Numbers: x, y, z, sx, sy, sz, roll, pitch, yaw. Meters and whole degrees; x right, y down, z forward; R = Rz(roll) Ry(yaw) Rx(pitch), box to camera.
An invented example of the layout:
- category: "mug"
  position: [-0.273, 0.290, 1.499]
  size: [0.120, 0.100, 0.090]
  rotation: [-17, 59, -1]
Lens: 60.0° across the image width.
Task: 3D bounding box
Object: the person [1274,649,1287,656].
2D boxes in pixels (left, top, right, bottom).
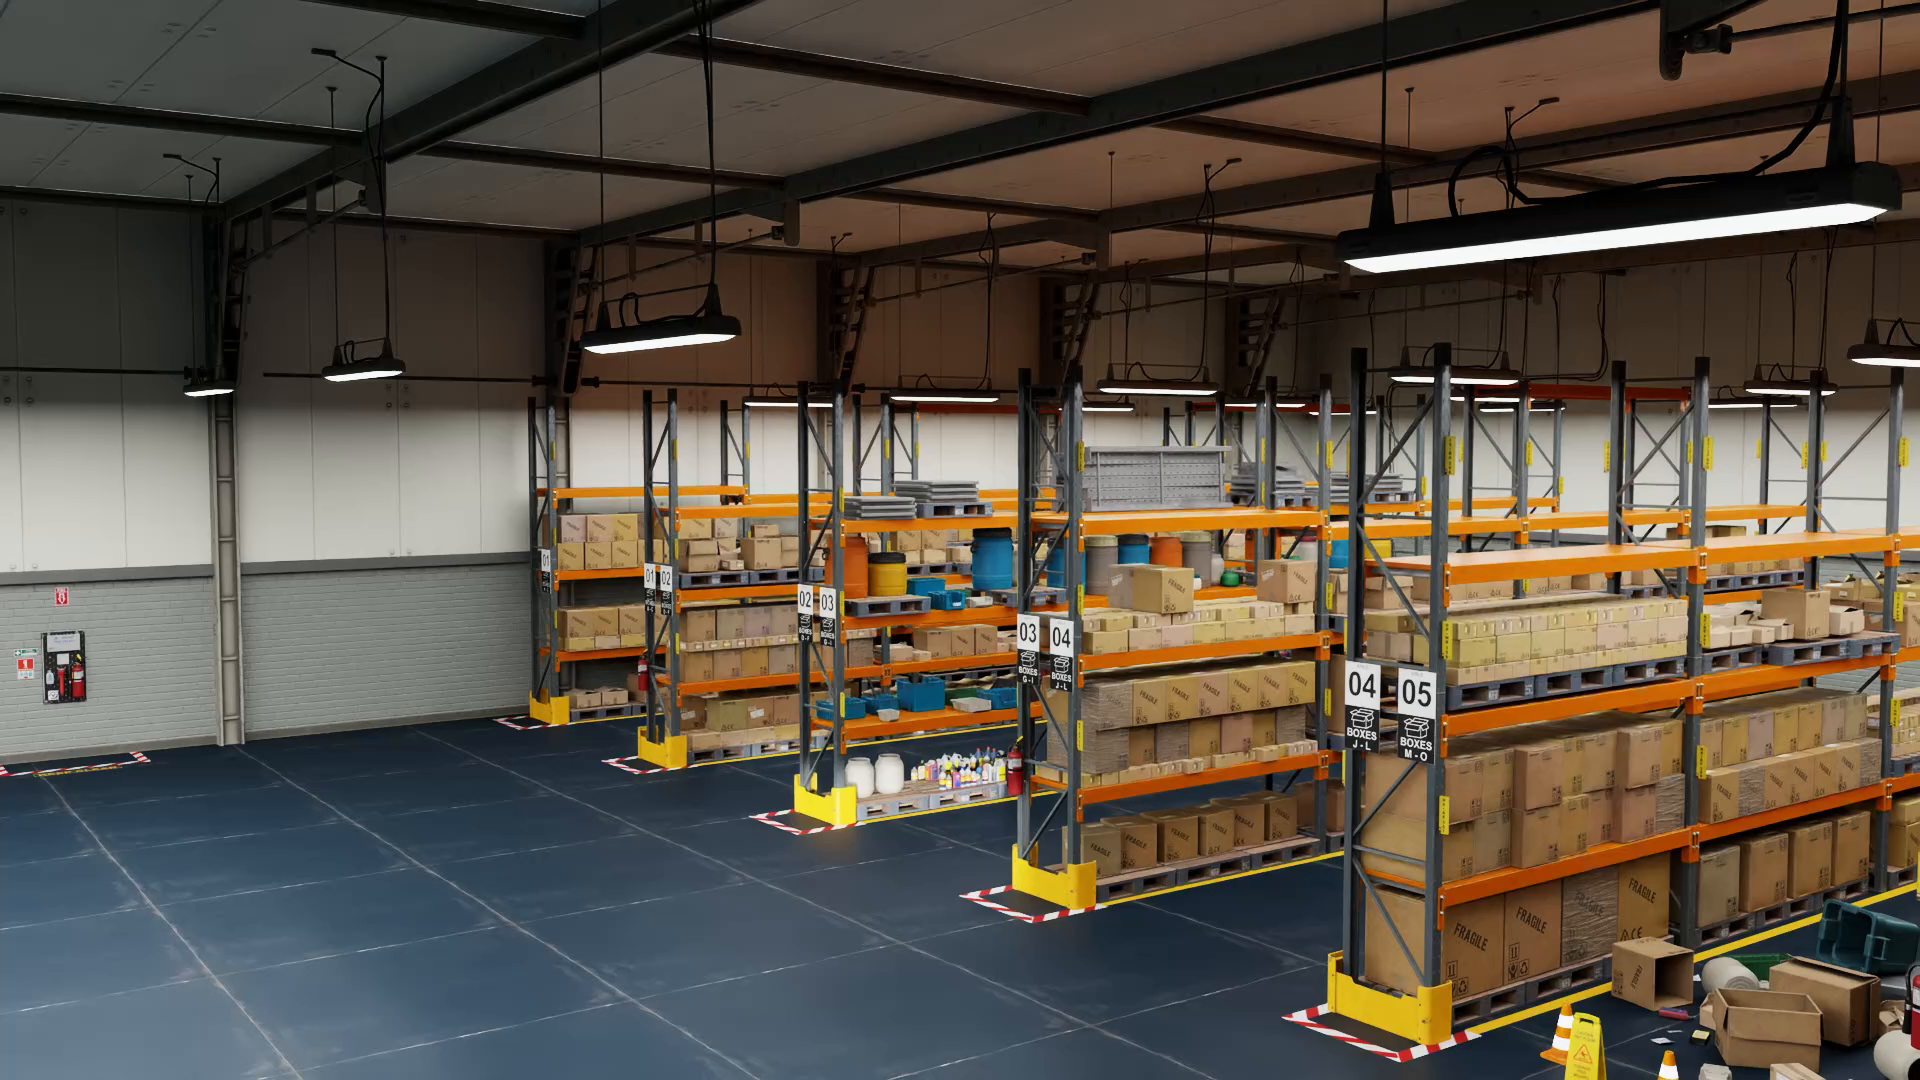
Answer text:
- category: "person"
  position: [6.070, 2.438, 31.988]
  size: [0.619, 1.688, 0.696]
  rotation: [-2, 4, -29]

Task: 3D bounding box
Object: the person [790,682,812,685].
- category: "person"
  position: [-3.036, 2.491, 31.186]
  size: [0.905, 1.622, 0.467]
  rotation: [-2, 4, -29]
